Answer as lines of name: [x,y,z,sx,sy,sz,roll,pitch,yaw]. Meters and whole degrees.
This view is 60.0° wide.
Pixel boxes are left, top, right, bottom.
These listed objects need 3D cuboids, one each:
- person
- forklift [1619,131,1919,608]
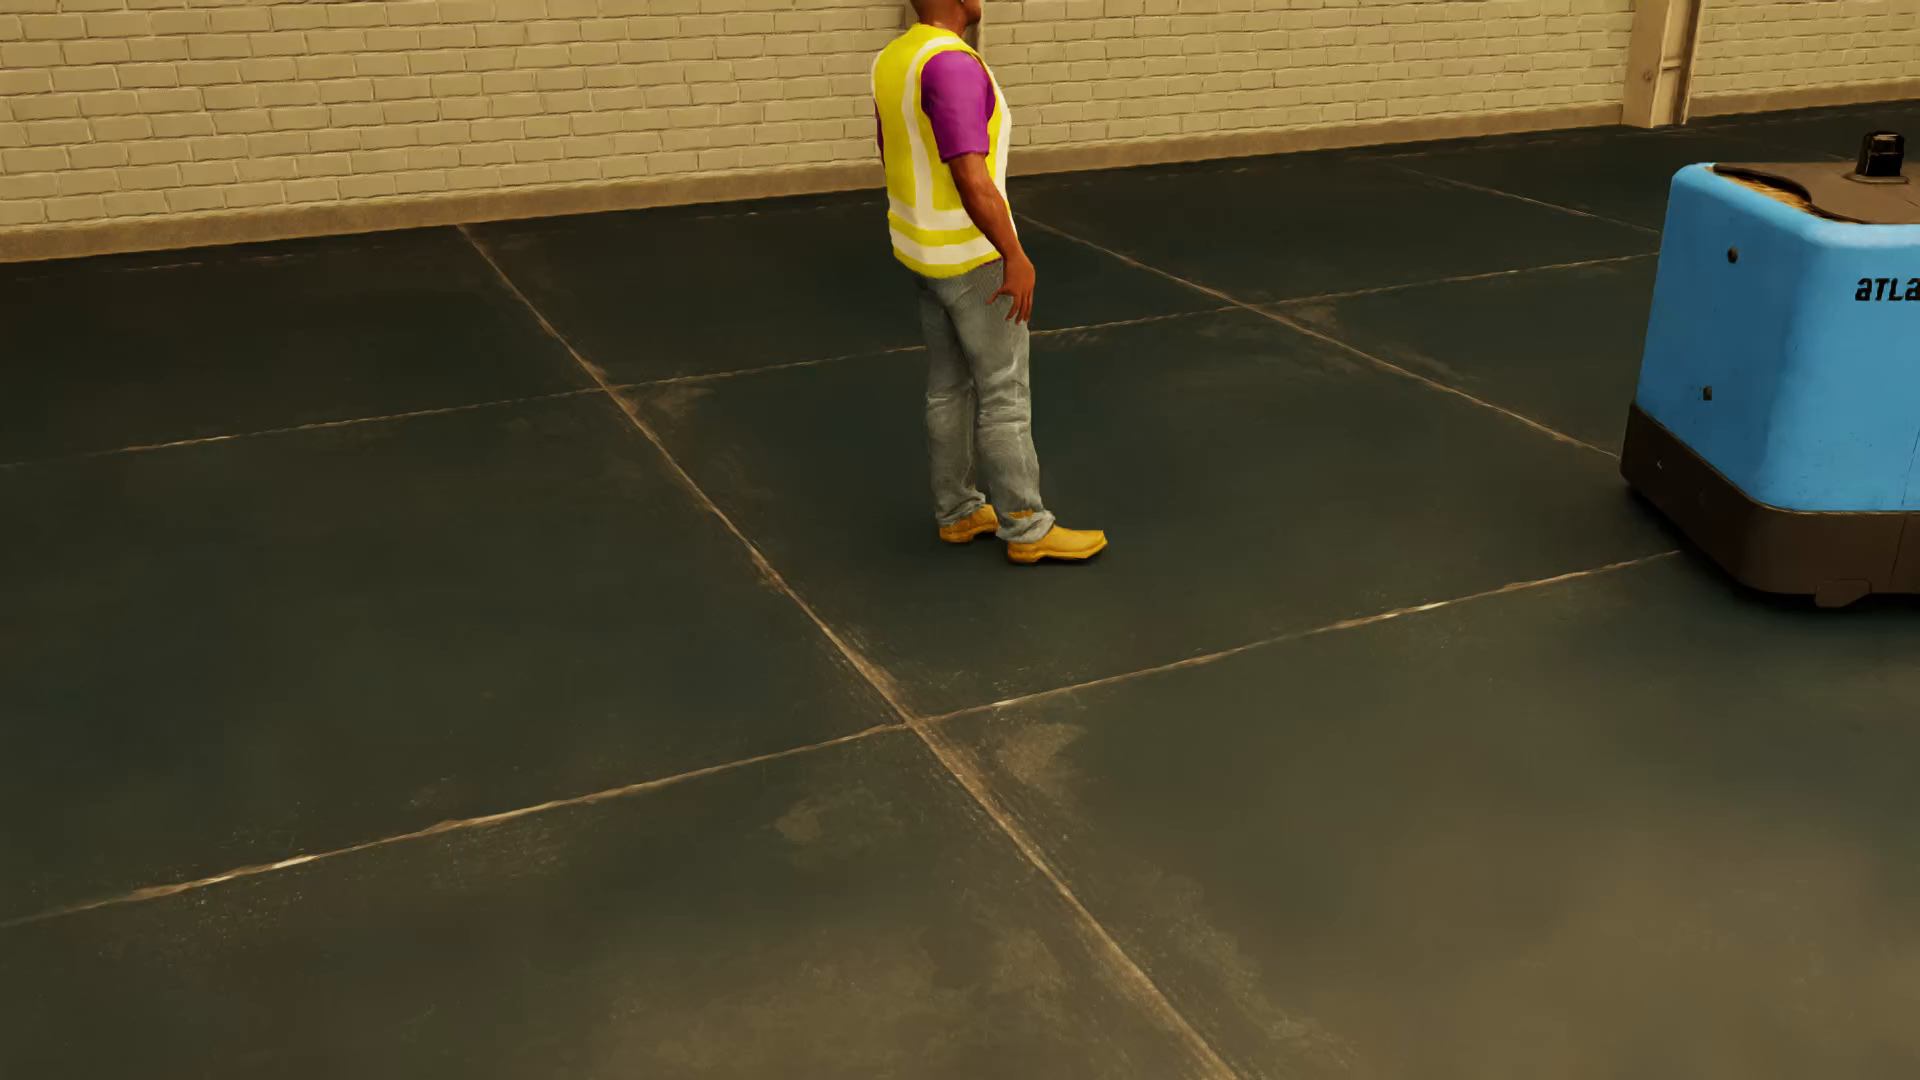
person: [0.065,-0.832,4.788,0.576,1.766,0.665,-10,25,-23]
forklift: [3.678,-1.343,4.520,3.031,2.935,1.130,0,23,0]
